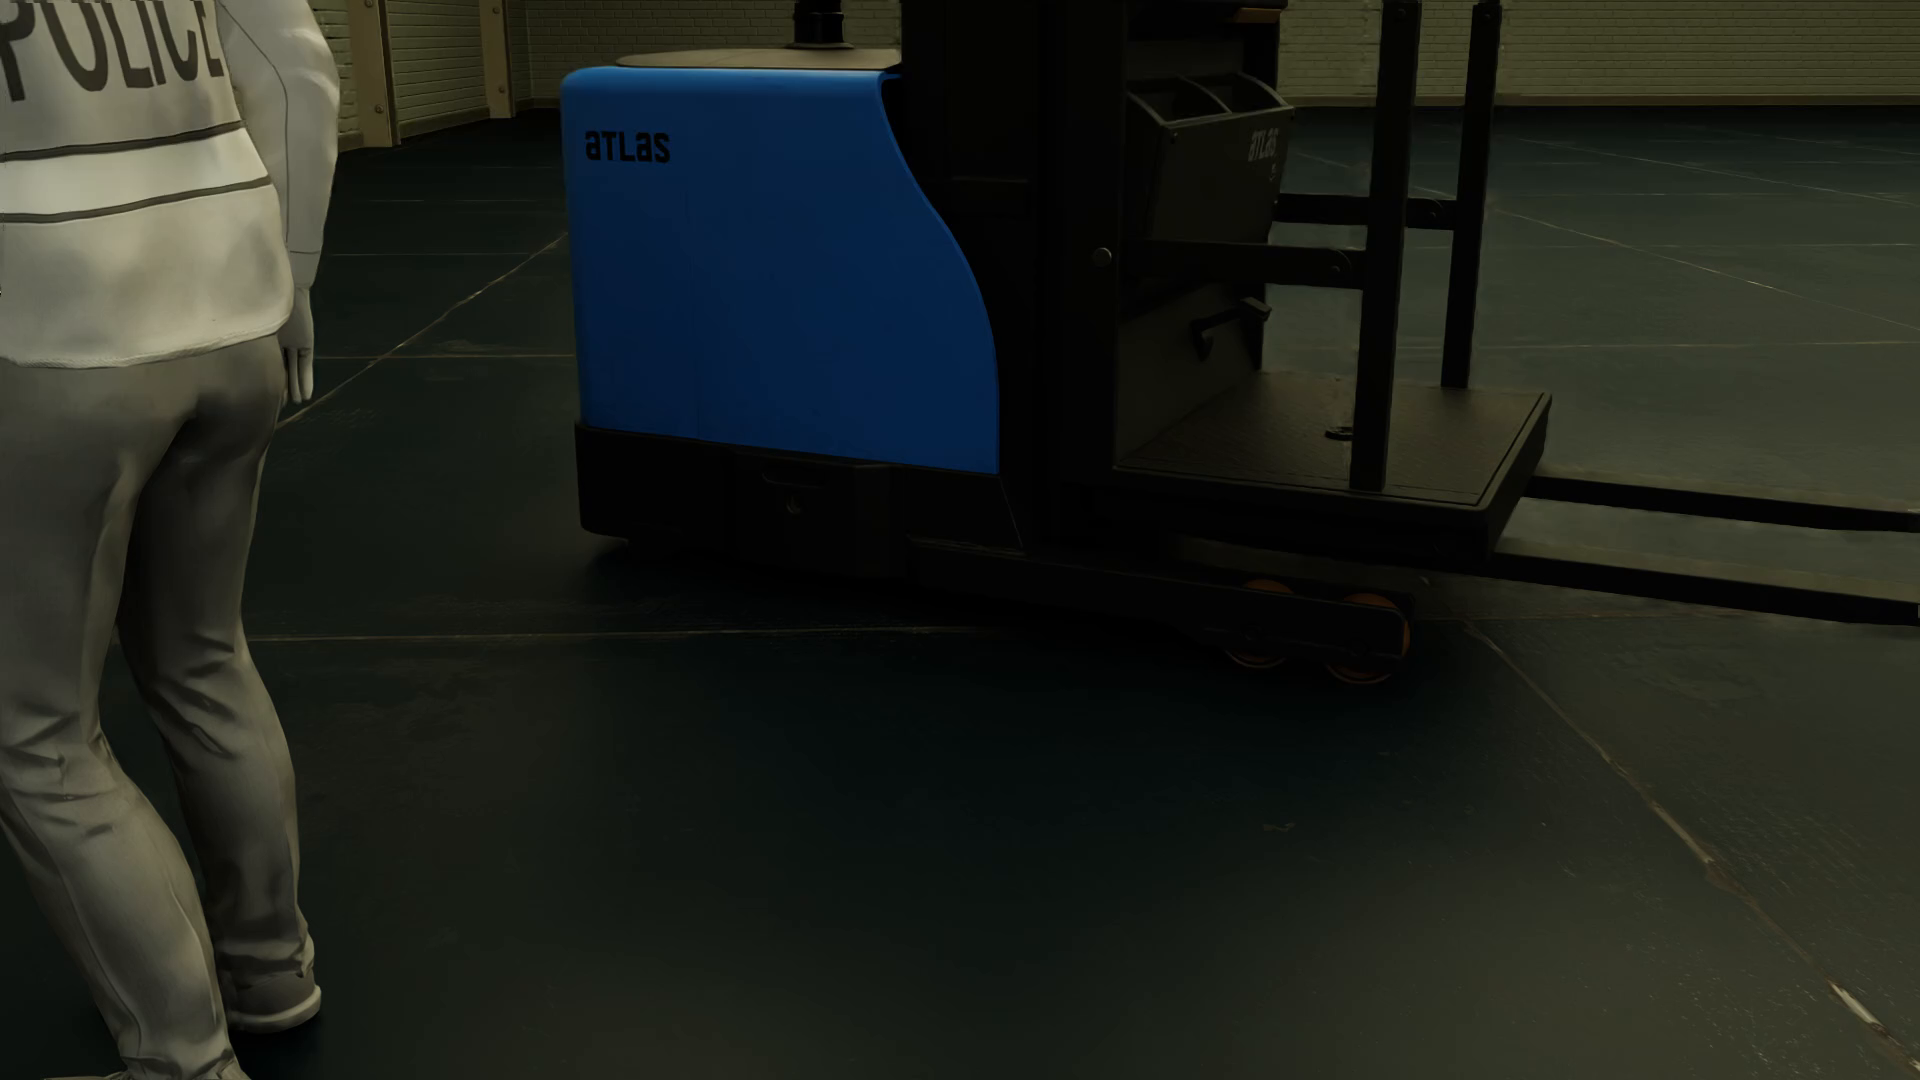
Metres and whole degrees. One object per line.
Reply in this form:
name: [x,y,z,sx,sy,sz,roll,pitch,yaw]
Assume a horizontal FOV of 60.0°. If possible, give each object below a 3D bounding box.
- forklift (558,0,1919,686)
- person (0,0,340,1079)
forklift: [0.695,-1.312,3.197,3.031,2.935,1.130,8,19,24]
person: [-0.898,-0.169,1.642,0.435,1.658,0.641,6,18,20]
